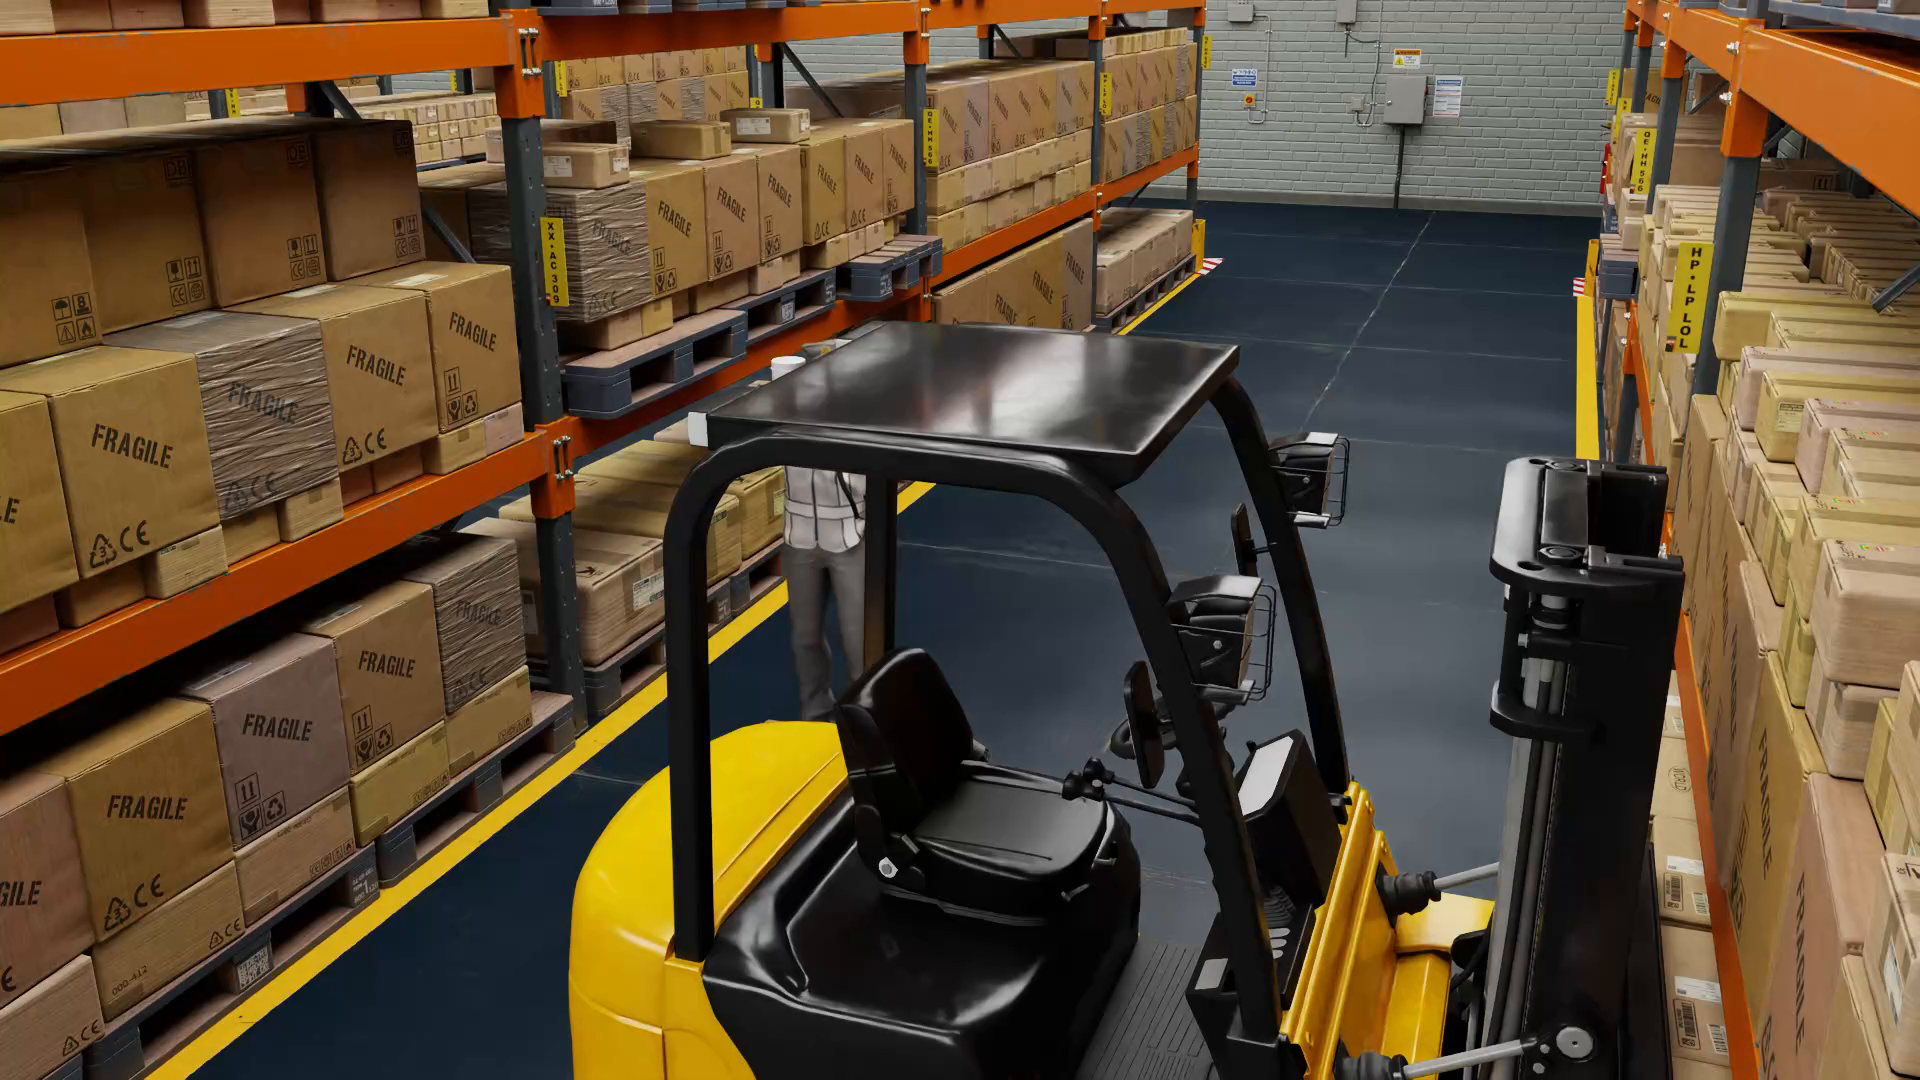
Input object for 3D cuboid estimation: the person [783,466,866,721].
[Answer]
[{"bbox_3d":[-0.498,0.116,6.480,0.387,1.350,0.324,7,20,19],"label":"person"}]
